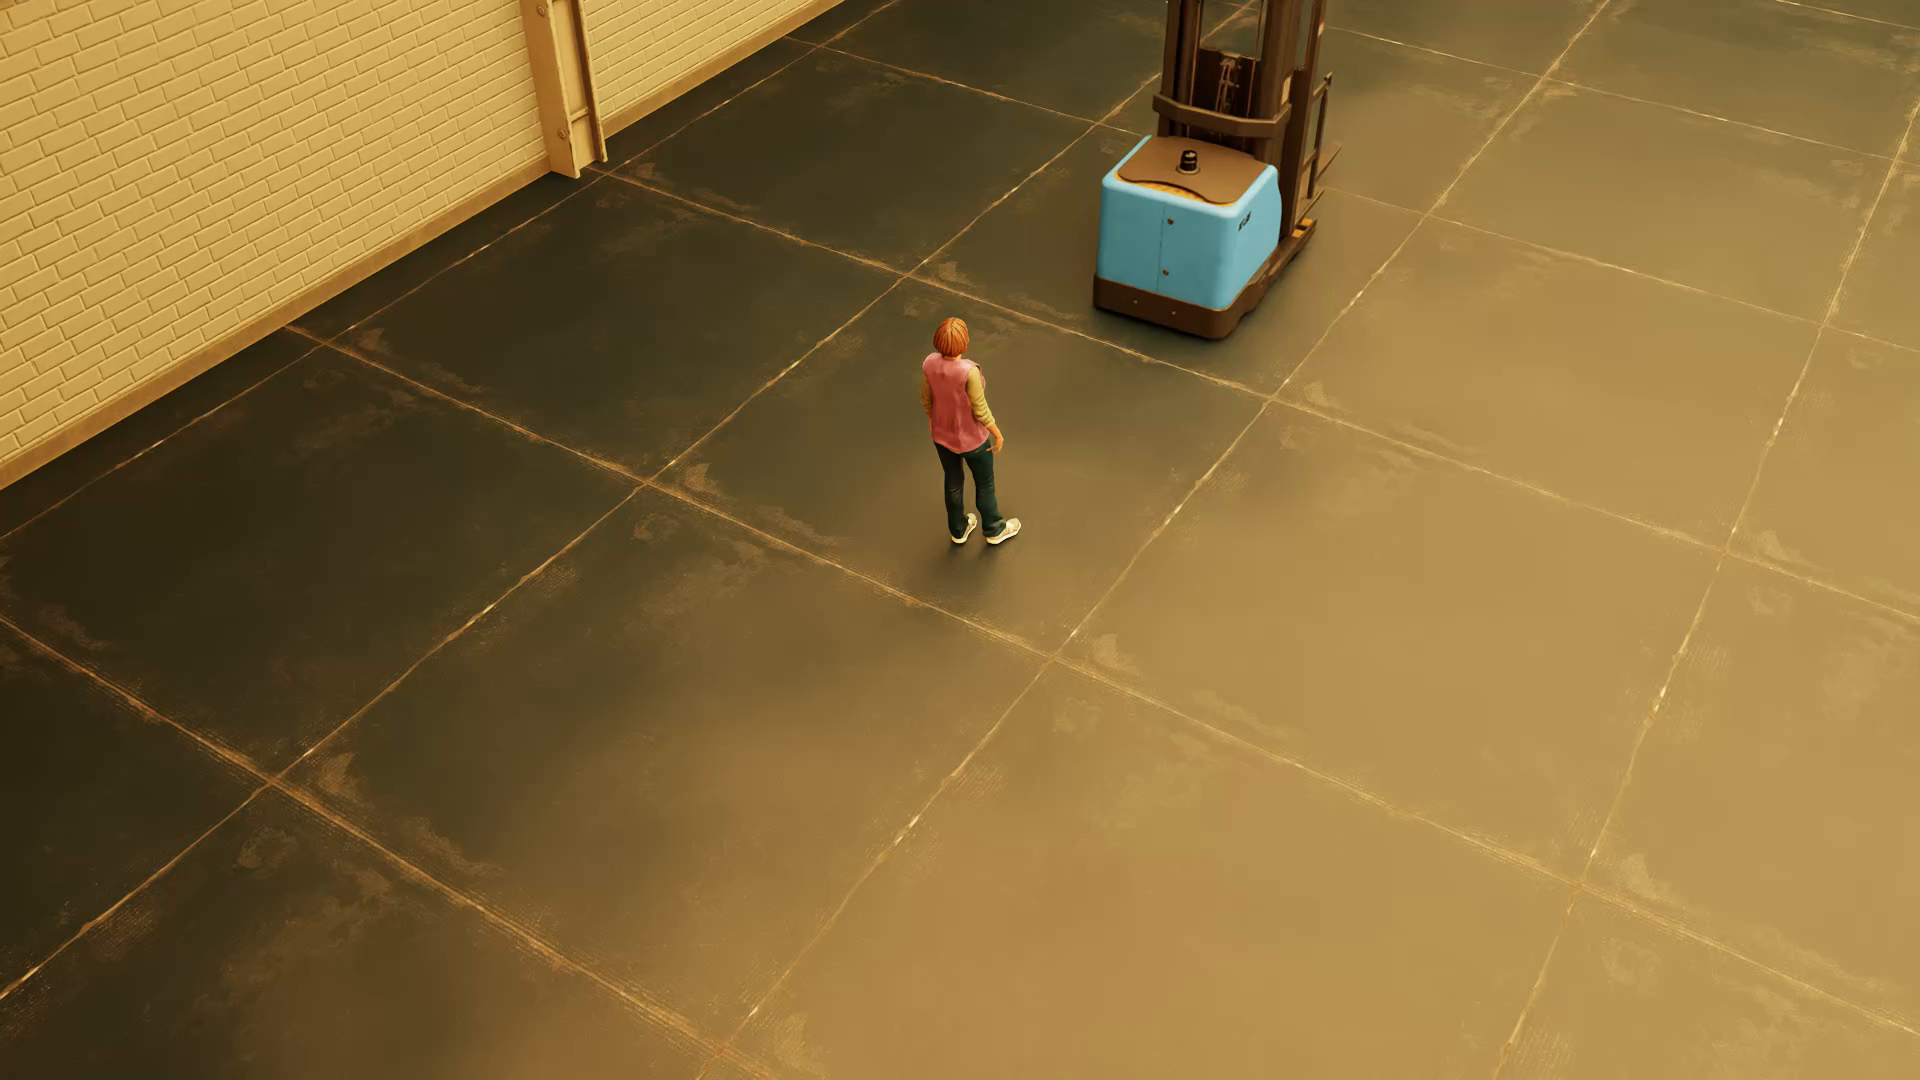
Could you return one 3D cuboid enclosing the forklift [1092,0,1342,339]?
[{"bbox_3d":[2.130,-3.485,12.079,1.130,2.935,3.031,20,44,22],"label":"forklift"}]

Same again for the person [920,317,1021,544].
[{"bbox_3d":[0.052,-0.651,9.755,0.520,1.599,0.473,22,45,24],"label":"person"}]
